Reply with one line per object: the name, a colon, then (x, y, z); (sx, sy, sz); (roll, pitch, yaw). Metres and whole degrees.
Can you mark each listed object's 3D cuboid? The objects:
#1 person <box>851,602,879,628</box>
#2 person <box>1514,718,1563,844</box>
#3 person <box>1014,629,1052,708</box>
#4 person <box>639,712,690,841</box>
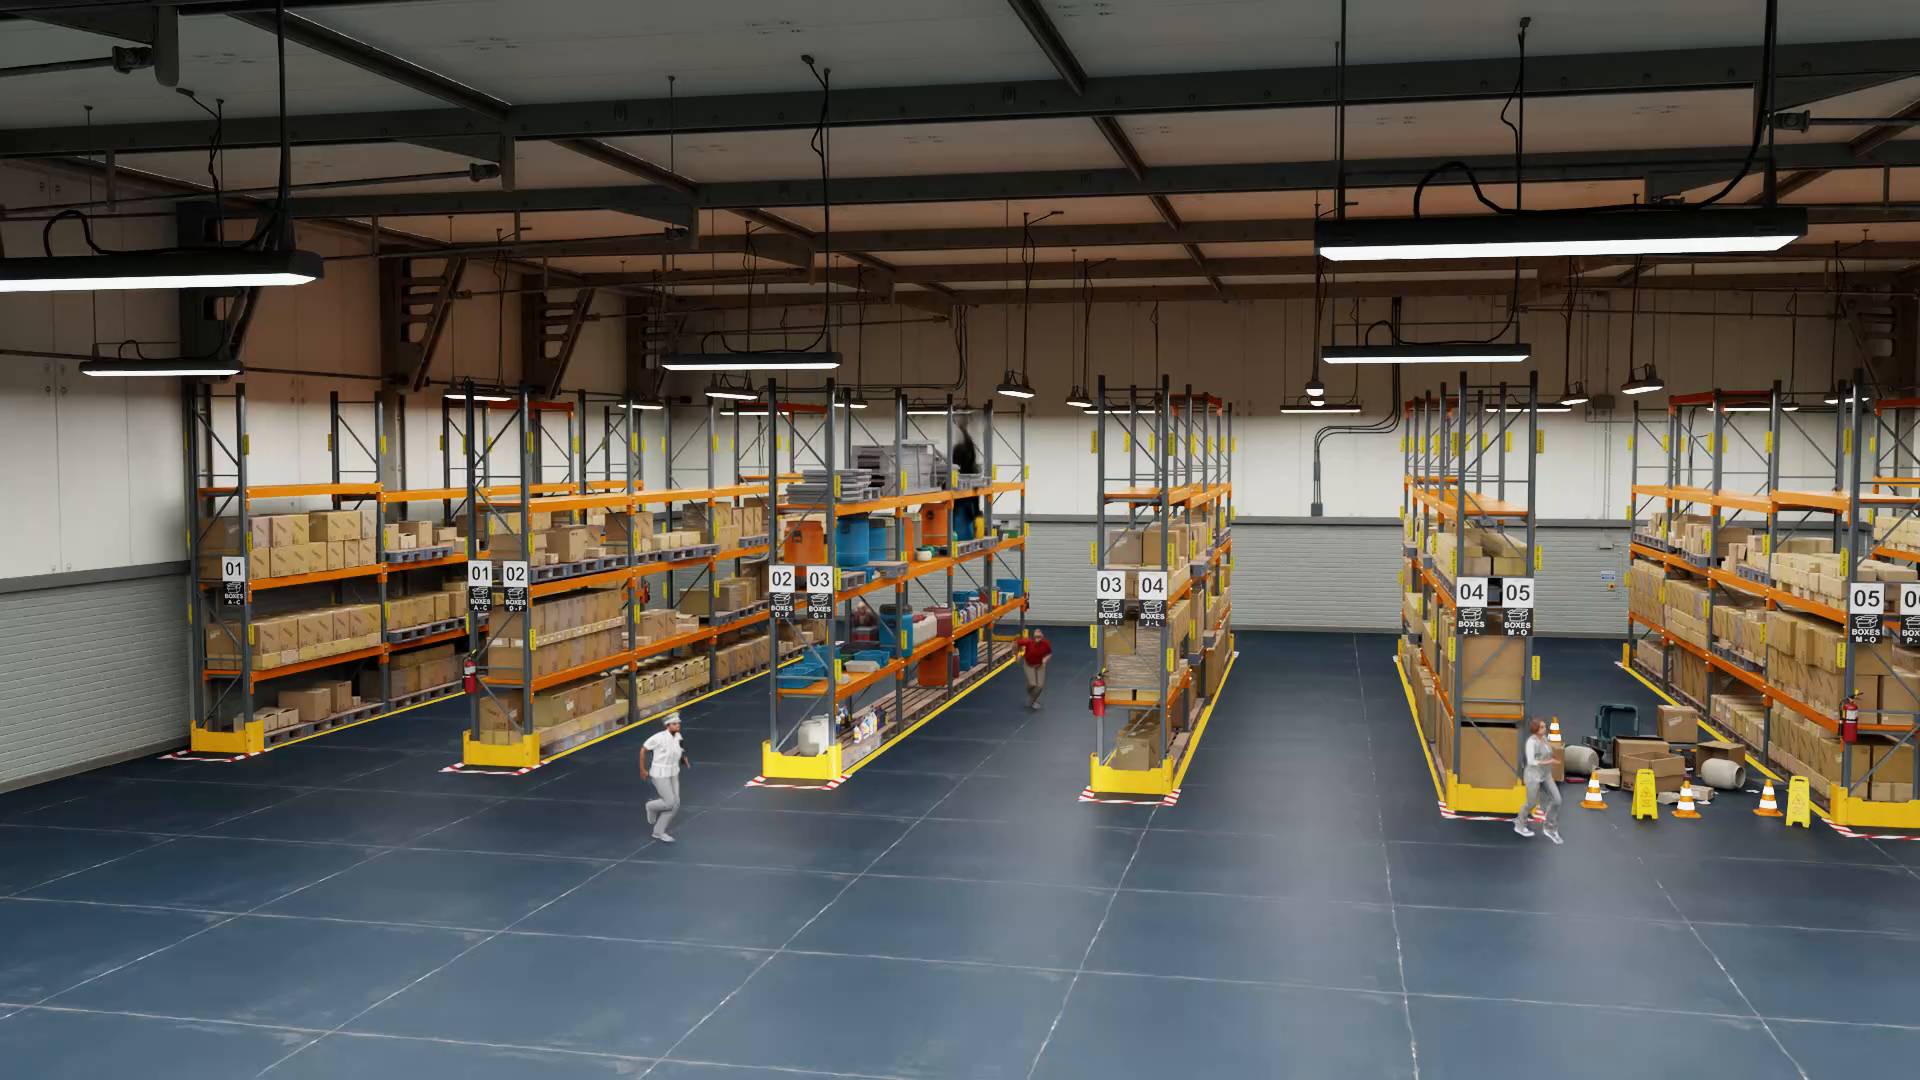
person: (-2.064, 2.155, 35.532); (0.753, 1.743, 1.057); (0, 3, 5)
person: (7.251, 3.023, 20.882); (0.559, 1.596, 0.727); (-2, 4, -34)
person: (1.374, 2.433, 31.405); (0.695, 1.552, 0.889); (-1, 3, -9)
person: (-3.705, 2.992, 21.040); (0.638, 1.649, 0.615); (2, 4, 36)
